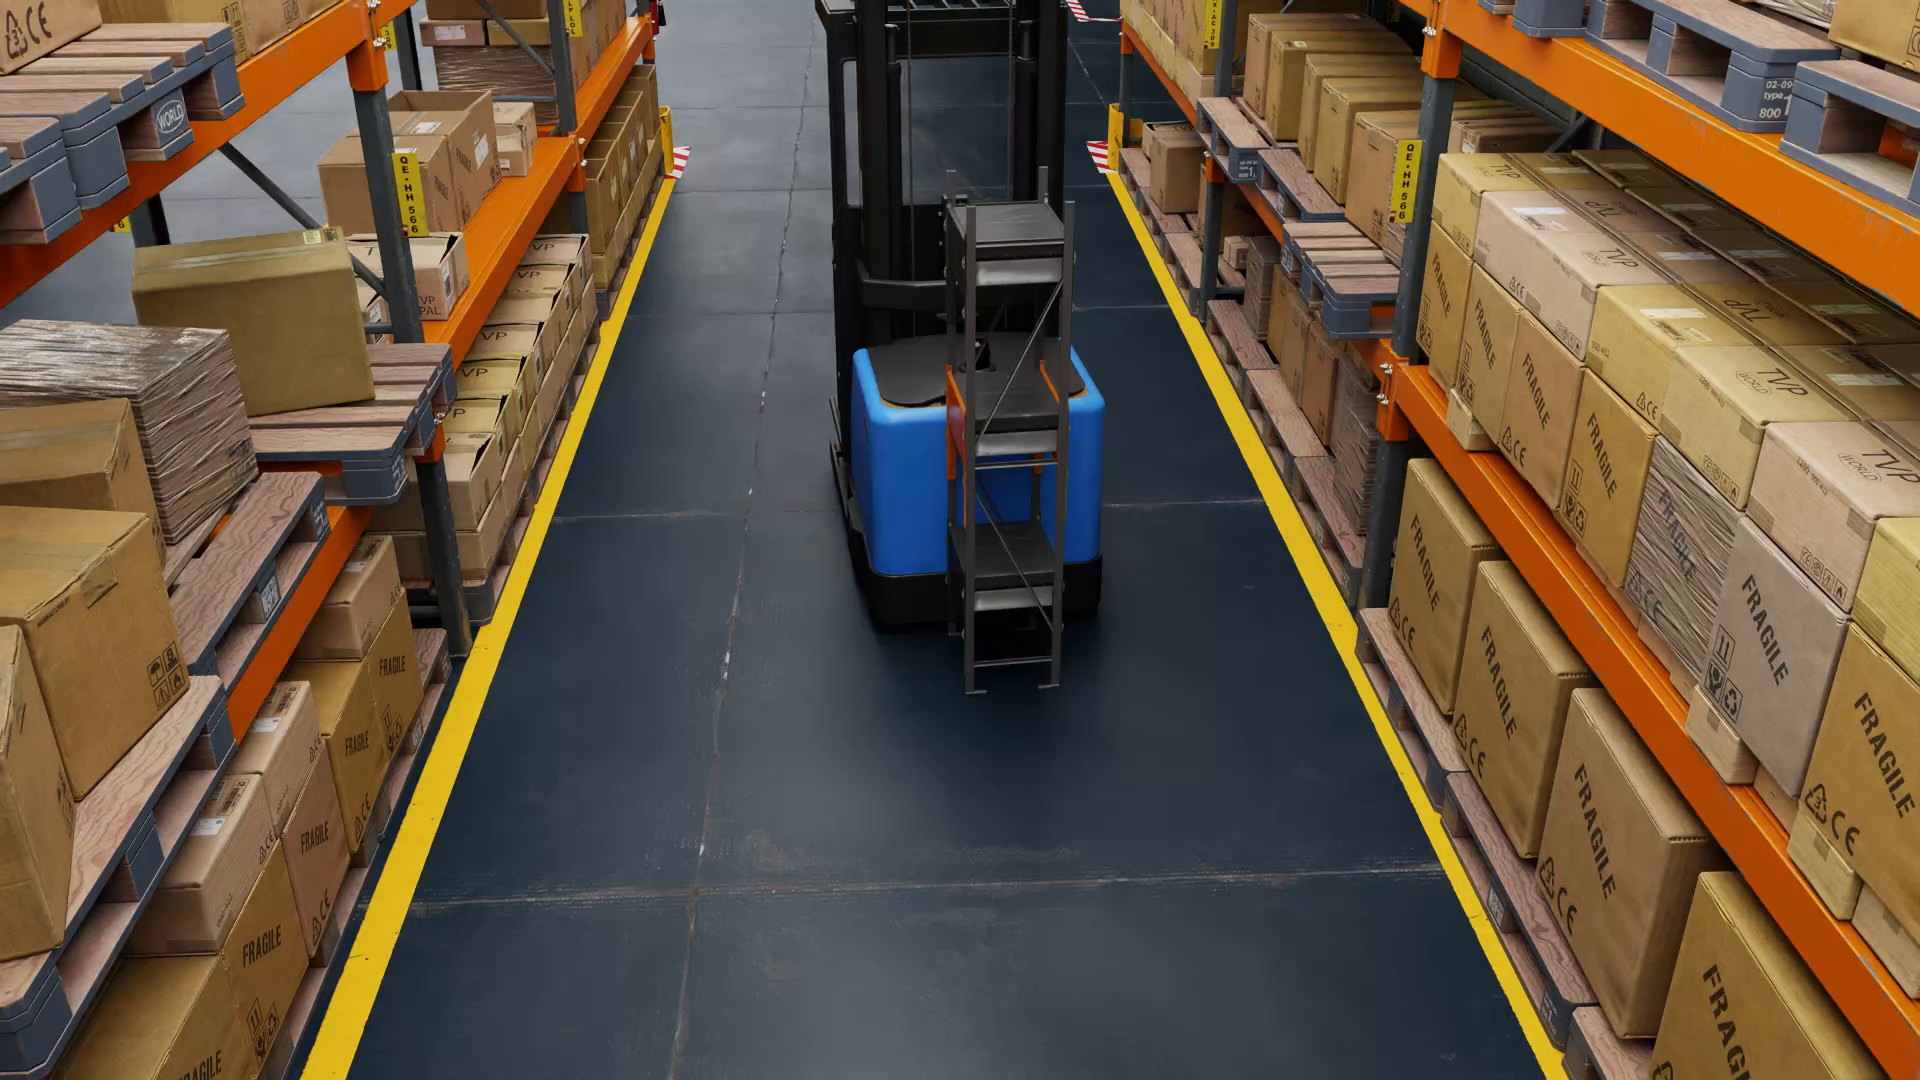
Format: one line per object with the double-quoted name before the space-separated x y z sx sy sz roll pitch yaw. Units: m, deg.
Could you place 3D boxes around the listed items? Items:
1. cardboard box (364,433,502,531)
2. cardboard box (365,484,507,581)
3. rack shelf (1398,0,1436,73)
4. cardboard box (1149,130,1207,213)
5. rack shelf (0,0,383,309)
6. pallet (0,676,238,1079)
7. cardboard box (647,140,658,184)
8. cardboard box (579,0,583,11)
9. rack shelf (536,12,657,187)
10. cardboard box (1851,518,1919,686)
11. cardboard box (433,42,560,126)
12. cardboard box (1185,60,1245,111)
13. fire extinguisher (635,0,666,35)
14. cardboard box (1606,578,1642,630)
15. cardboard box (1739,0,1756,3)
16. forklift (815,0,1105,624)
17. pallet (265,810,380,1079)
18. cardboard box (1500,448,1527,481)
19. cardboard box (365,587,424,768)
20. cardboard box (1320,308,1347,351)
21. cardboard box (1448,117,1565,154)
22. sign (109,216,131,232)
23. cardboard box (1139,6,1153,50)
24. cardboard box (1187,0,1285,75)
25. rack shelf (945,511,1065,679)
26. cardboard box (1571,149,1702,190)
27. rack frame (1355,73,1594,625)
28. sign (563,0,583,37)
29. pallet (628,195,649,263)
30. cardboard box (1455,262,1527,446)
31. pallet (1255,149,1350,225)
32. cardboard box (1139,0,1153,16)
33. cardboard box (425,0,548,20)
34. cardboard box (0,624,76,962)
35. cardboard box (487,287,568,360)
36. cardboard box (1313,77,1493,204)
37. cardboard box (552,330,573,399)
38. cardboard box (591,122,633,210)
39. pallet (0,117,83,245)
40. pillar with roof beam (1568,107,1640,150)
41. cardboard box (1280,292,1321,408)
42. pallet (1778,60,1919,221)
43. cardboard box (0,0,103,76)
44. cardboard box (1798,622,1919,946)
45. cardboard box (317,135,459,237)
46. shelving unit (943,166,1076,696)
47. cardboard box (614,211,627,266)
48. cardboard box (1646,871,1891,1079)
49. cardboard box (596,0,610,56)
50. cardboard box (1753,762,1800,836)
"cardboard box" -2.385 -0.291 7.476 0.500 0.311 0.500 0 28 -1
"cardboard box" -2.385 -0.042 7.606 0.500 0.250 0.500 -1 28 -3
"rack shelf" 2.192 -2.882 8.066 1.077 0.370 4.000 -1 28 -3
"cardboard box" 1.843 -2.803 12.609 0.700 0.500 0.500 -3 28 -6
"rack shelf" -2.546 -0.913 4.292 1.077 0.370 4.000 -1 28 -3
"pallet" -2.375 0.735 3.805 1.003 0.211 1.213 -1 28 -3
"cardboard box" -2.707 -3.016 13.309 0.500 0.250 0.500 -1 28 -3
"cardboard box" -2.735 -3.606 11.110 0.380 0.149 0.250 -2 28 -4
"rack shelf" -2.964 -3.278 12.069 1.077 0.370 4.000 -1 28 -3
"cardboard box" 2.225 0.173 3.412 0.500 0.250 0.500 -1 28 -1
"cardboard box" -2.889 -2.922 10.501 0.700 0.500 0.500 -2 28 -4
"cardboard box" 1.760 -2.948 10.800 0.500 0.250 0.500 -1 28 -3
"fire extinguisher" -2.611 -4.552 13.817 0.296 0.674 0.183 -1 28 -3
"cardboard box" 2.180 0.143 4.983 0.380 0.149 0.250 -1 28 -1
"cardboard box" 2.475 -1.795 4.620 0.700 0.500 0.500 0 28 0
"forklift" -0.096 -1.585 8.119 1.130 2.935 3.031 -4 28 -8
"pallet" -2.589 1.318 5.494 1.003 0.211 1.213 -1 28 -3
"cardboard box" 2.152 -0.333 5.894 0.380 0.149 0.250 -2 28 -3
"cardboard box" -2.367 0.514 6.249 0.500 0.500 0.500 0 28 -1
"cardboard box" 2.207 -1.200 8.723 0.500 0.250 0.500 -2 28 -3
"cardboard box" 2.248 -1.633 6.852 0.380 0.149 0.250 -5 28 -9
"sign" -3.205 -1.324 6.293 0.100 0.325 0.005 -1 28 -3
"cardboard box" 1.649 -3.876 12.579 0.500 0.250 0.500 -2 28 -3
"cardboard box" 1.754 -3.280 10.625 0.500 0.500 0.500 -1 28 -3
"rack shelf" 0.184 0.227 7.087 0.431 0.518 0.480 -4 28 -8
"cardboard box" 2.579 -1.262 6.163 0.500 0.250 0.500 -1 28 -1
"rack frame" 2.296 -0.947 6.822 1.000 3.000 0.127 -1 28 -3
"sign" -2.318 -3.169 9.916 0.100 0.325 0.005 -1 28 -3
"pallet" -2.926 -2.370 12.565 1.003 0.211 1.213 -1 28 -3
"cardboard box" 2.084 -0.660 5.820 0.500 0.500 0.500 0 28 -1
"pallet" 2.152 -1.775 8.618 1.003 0.211 1.213 -1 28 -3
"cardboard box" 1.640 -4.222 12.430 0.500 0.500 0.500 -2 28 -4
"cardboard box" -2.889 -3.497 10.201 0.700 0.500 0.500 -1 28 -2
"cardboard box" -2.243 0.567 3.358 0.700 0.500 0.500 -11 29 -20
"cardboard box" -2.495 -1.238 9.293 0.500 0.311 0.500 -1 28 -3
"cardboard box" 2.174 -1.978 8.215 0.700 0.500 0.500 -1 28 -3
"cardboard box" -2.497 -0.986 9.416 0.500 0.250 0.500 -1 28 -2
"cardboard box" -2.624 -2.656 11.807 0.500 0.500 0.500 -1 28 -3
"pallet" -2.406 -0.528 2.979 1.213 0.211 1.003 -1 28 -3
"pillar with roof beam" -1.207 -4.124 6.427 9.100 9.000 0.400 -1 28 -3
"cardboard box" 2.206 -1.068 9.281 0.700 0.500 0.500 -1 28 -2
"pallet" 2.408 -0.767 3.441 0.805 0.209 1.217 -2 28 -5
"cardboard box" -2.467 -1.434 3.841 0.600 0.600 0.600 -2 28 -5
"cardboard box" 2.229 0.508 3.581 0.500 0.500 0.500 -2 28 -3
"cardboard box" -2.755 -1.645 8.052 0.500 0.500 0.500 -3 28 -5
"shelving unit" 0.184 -0.405 6.757 0.431 2.100 0.503 -4 28 -8
"cardboard box" -2.602 -2.093 11.538 0.500 0.250 0.500 -1 28 -3
"cardboard box" 2.341 1.370 4.250 0.750 0.750 0.750 -1 28 -2
"cardboard box" -3.004 -3.877 12.332 0.700 0.500 0.500 -1 28 -2
"cardboard box" 2.199 0.617 4.074 0.380 0.149 0.250 -1 28 -1
